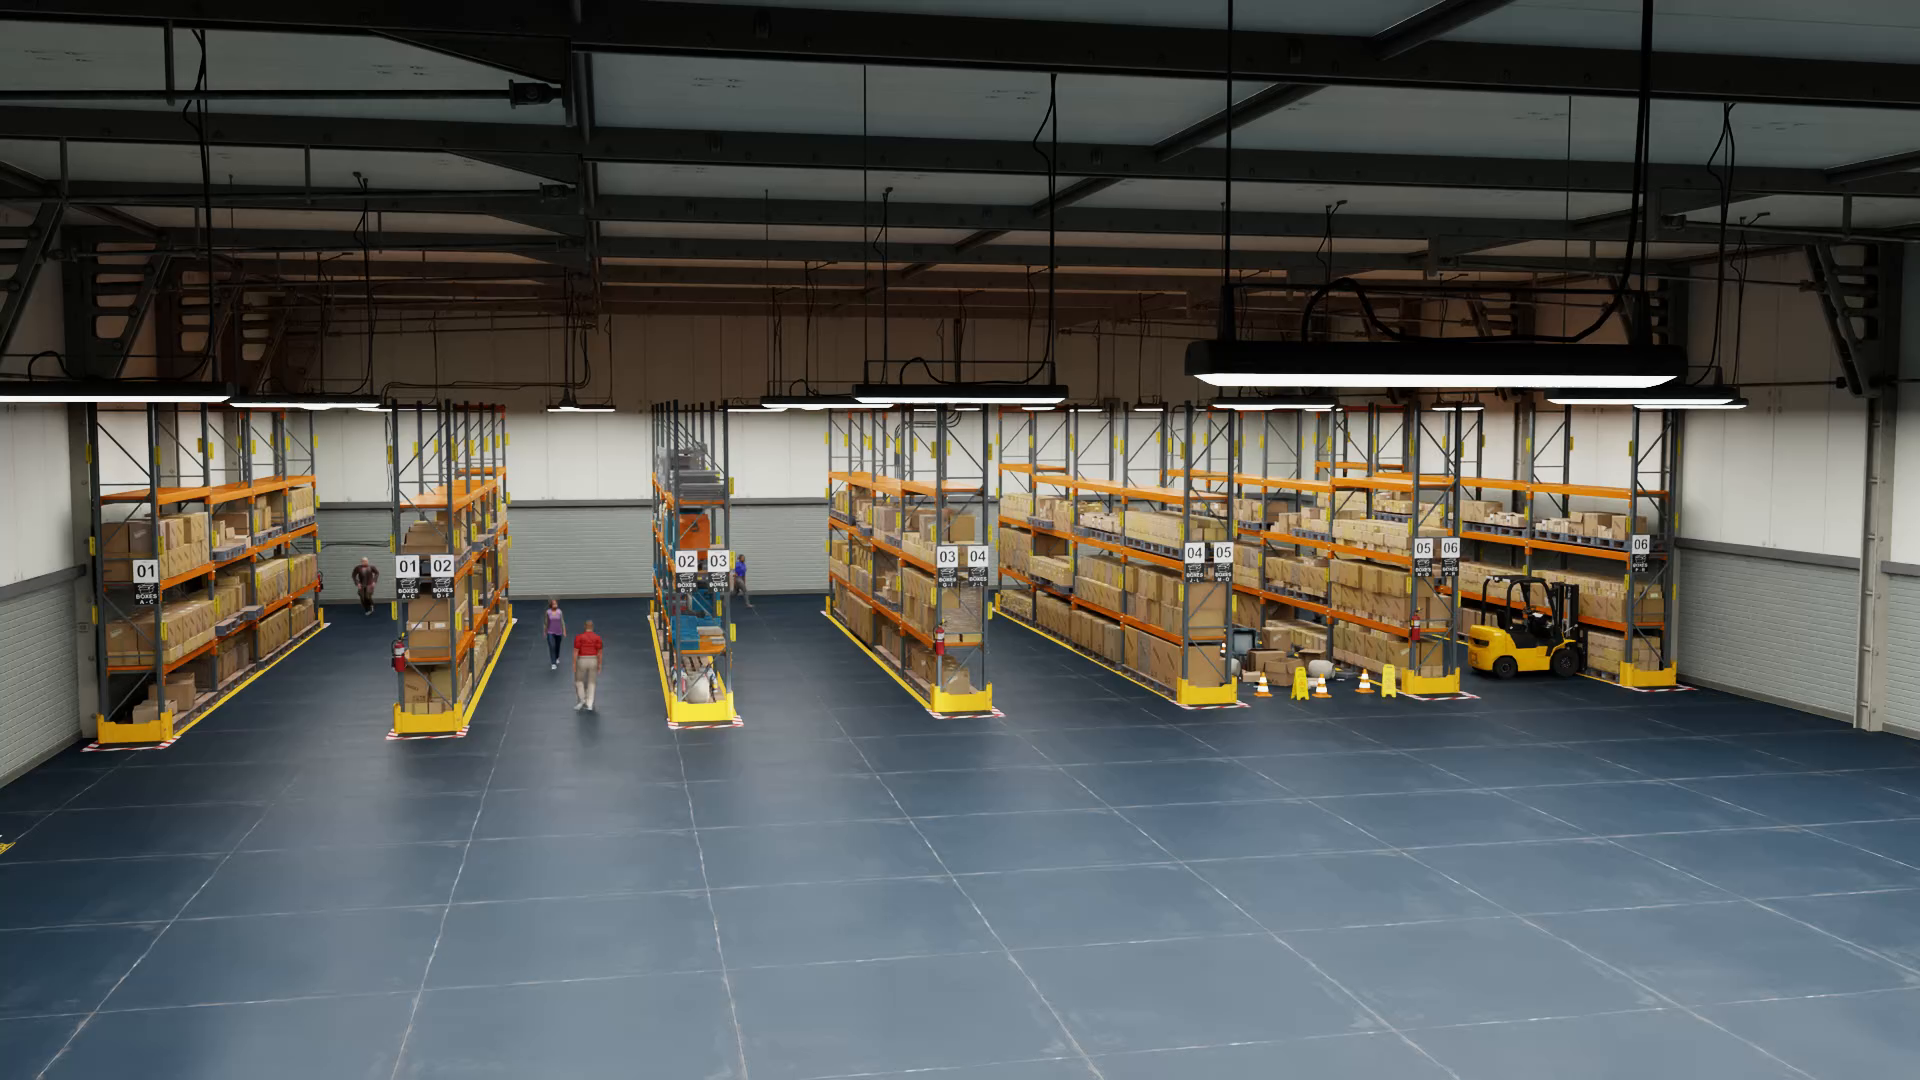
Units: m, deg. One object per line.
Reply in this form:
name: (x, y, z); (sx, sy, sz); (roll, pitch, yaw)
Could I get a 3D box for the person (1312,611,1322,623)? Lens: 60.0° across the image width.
person: (9.850, 1.419, 45.724); (0.574, 1.722, 0.457); (-4, 6, -45)

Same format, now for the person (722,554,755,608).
person: (-6.564, 1.206, 49.294); (1.049, 1.596, 0.437); (1, 4, 8)

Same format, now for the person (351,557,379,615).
person: (-16.961, 1.316, 47.476); (0.704, 1.682, 0.659); (0, 4, -4)

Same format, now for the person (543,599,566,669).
person: (-9.176, 2.103, 37.604); (0.487, 1.536, 1.009); (-2, 5, -20)

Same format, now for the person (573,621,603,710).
person: (-7.203, 2.429, 32.181); (0.574, 1.722, 0.471); (-1, 4, -12)
